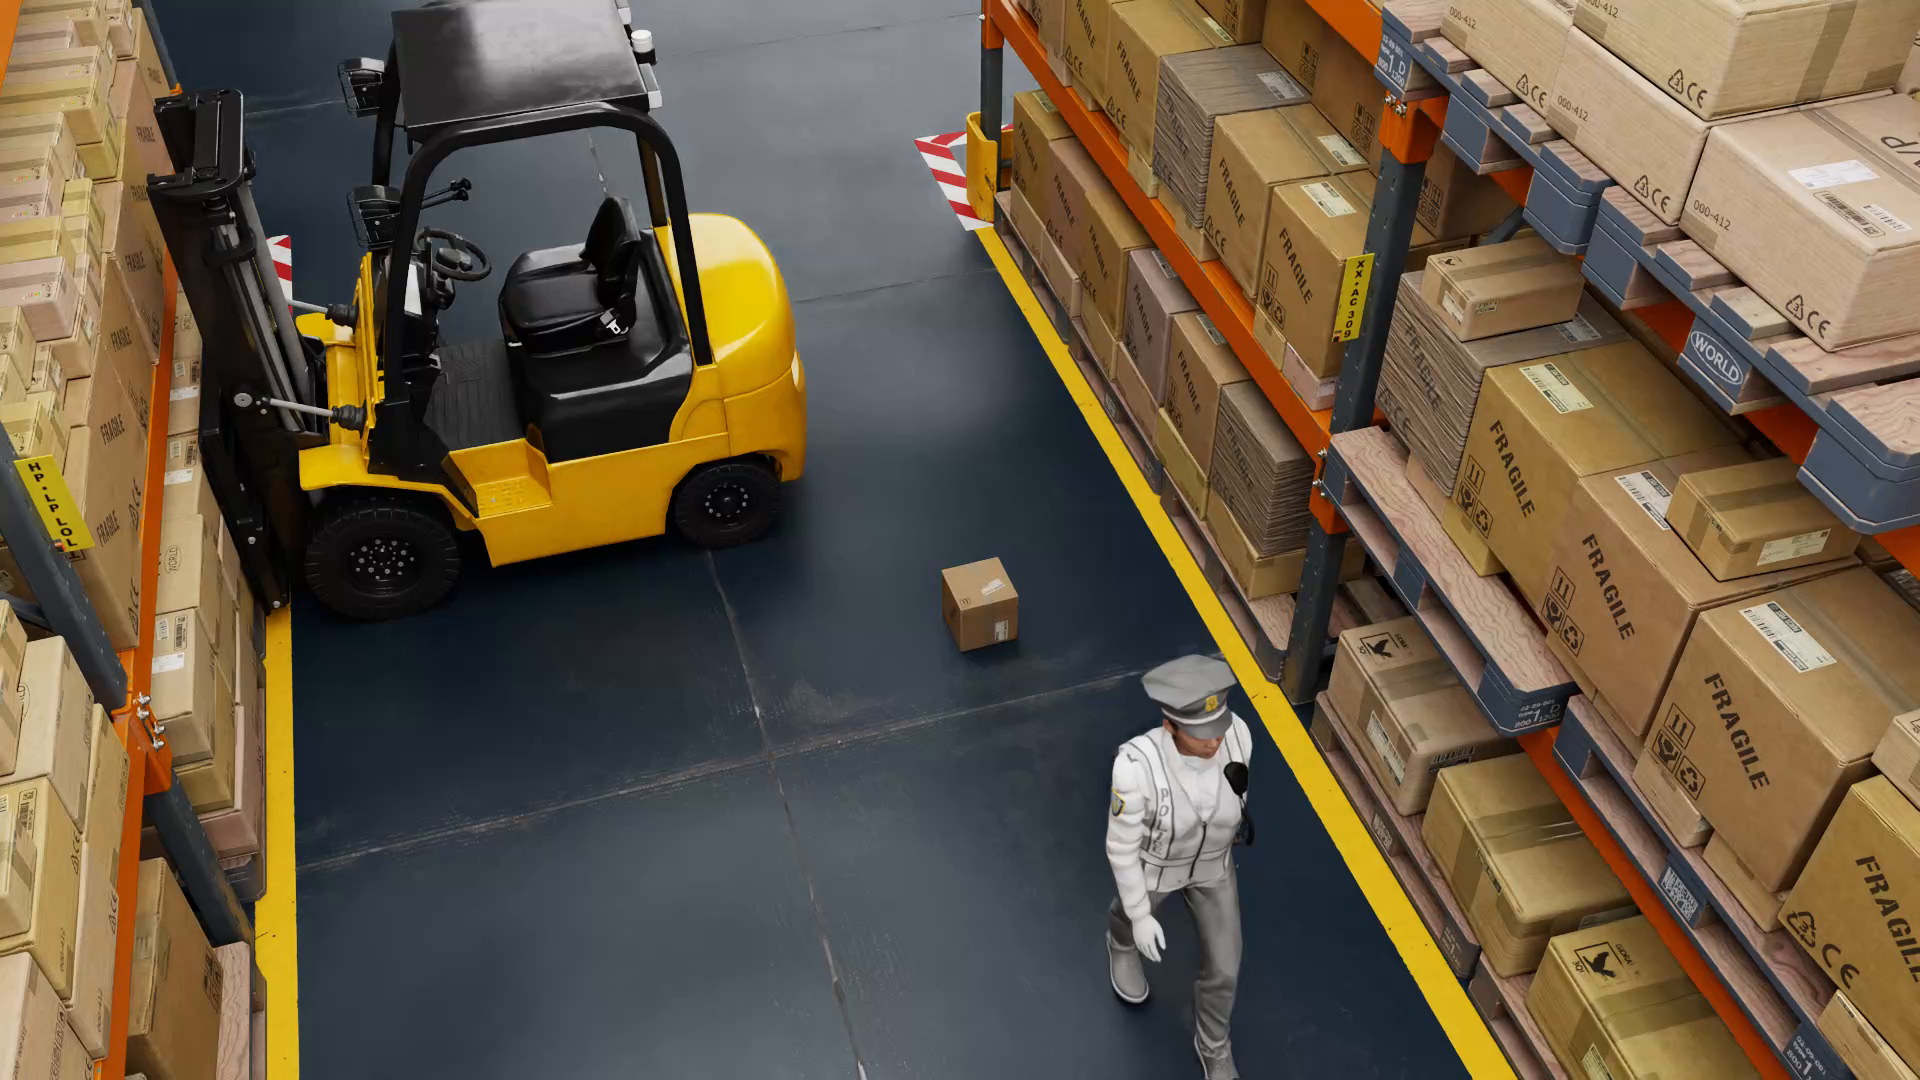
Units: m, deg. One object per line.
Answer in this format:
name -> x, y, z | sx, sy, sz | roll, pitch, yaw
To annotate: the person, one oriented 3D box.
person -> 0.666, 1.026, 5.034 | 0.500, 1.722, 0.724 | -11, 44, -12
